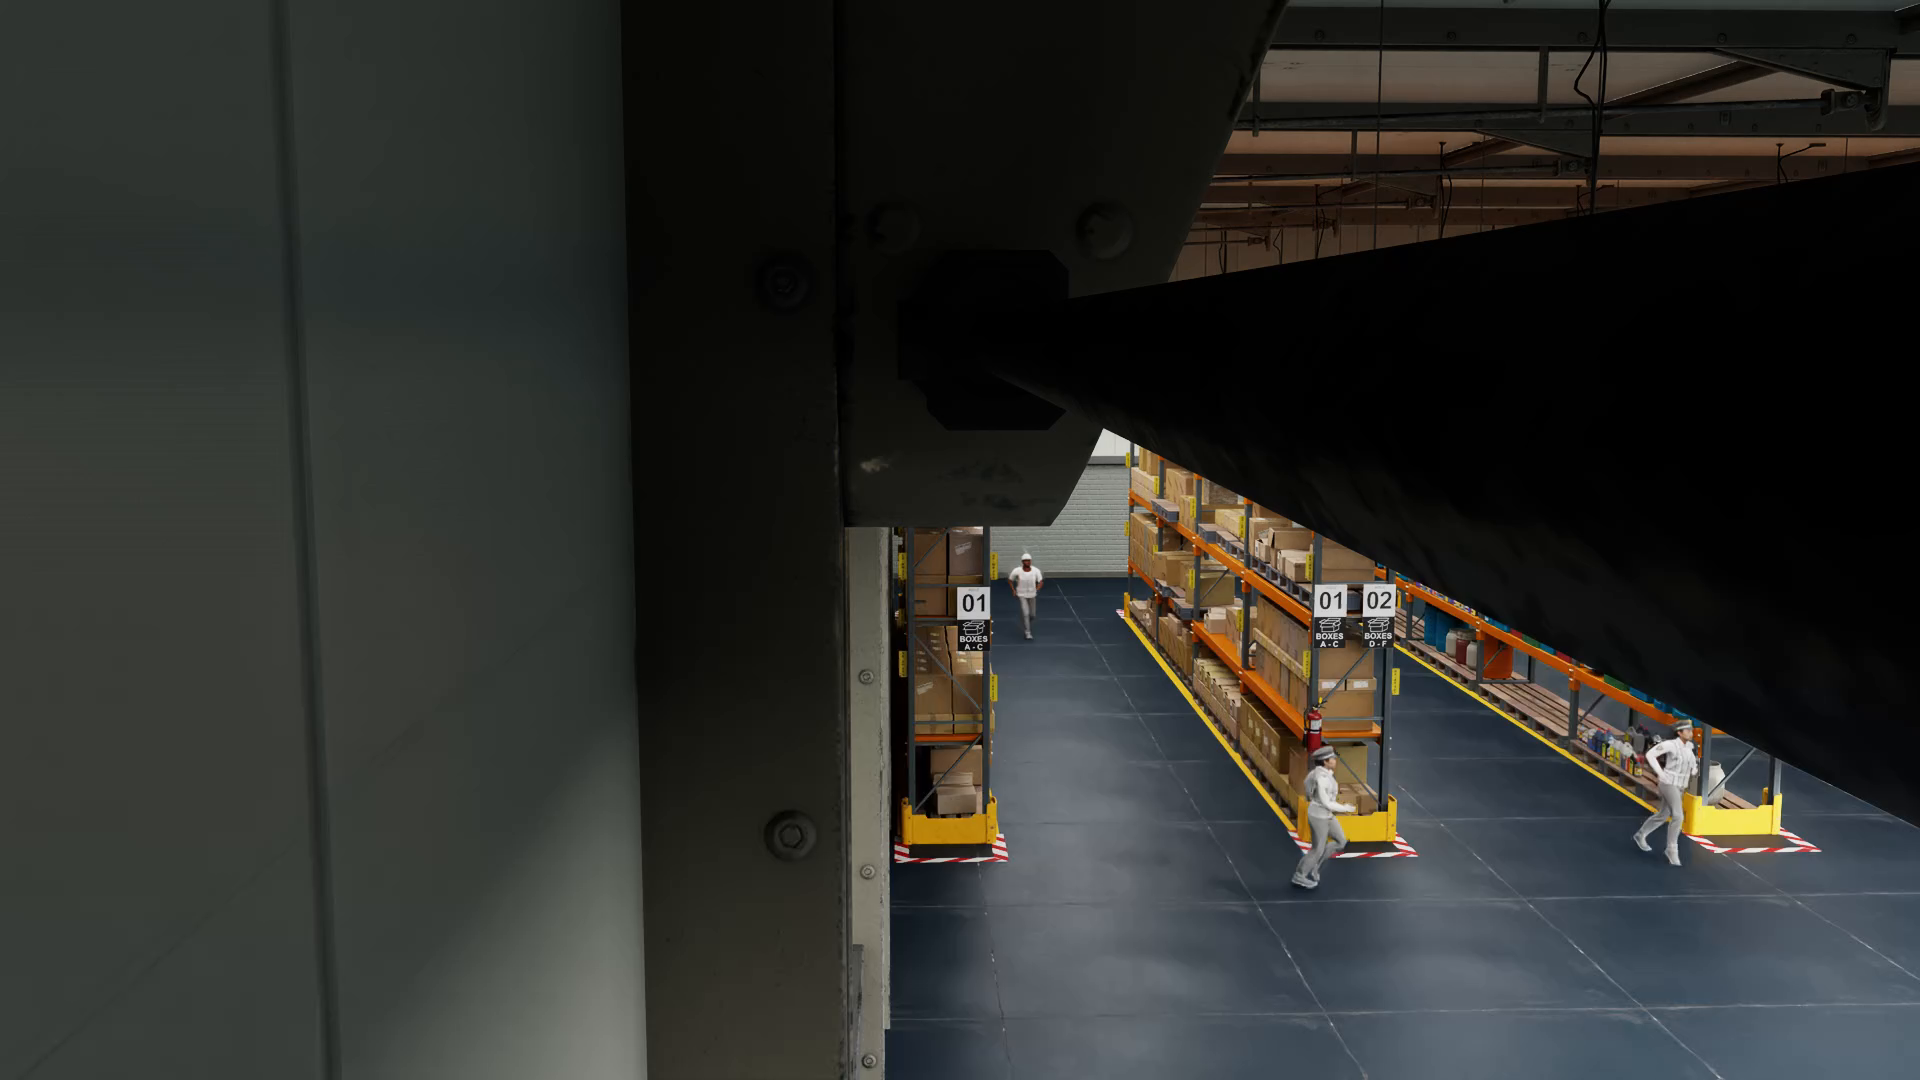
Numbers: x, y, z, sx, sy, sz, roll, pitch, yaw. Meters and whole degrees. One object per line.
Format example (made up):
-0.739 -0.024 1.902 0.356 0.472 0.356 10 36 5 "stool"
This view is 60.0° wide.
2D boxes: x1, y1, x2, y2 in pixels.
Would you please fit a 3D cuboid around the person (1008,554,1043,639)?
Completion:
1.347 1.133 33.893 0.702 1.735 0.747 -1 7 -10 "person"

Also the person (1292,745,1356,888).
4.112 3.110 18.739 0.690 1.649 0.575 2 8 16 "person"

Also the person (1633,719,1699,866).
8.528 2.974 19.963 0.619 1.732 0.725 -5 9 -33 "person"
